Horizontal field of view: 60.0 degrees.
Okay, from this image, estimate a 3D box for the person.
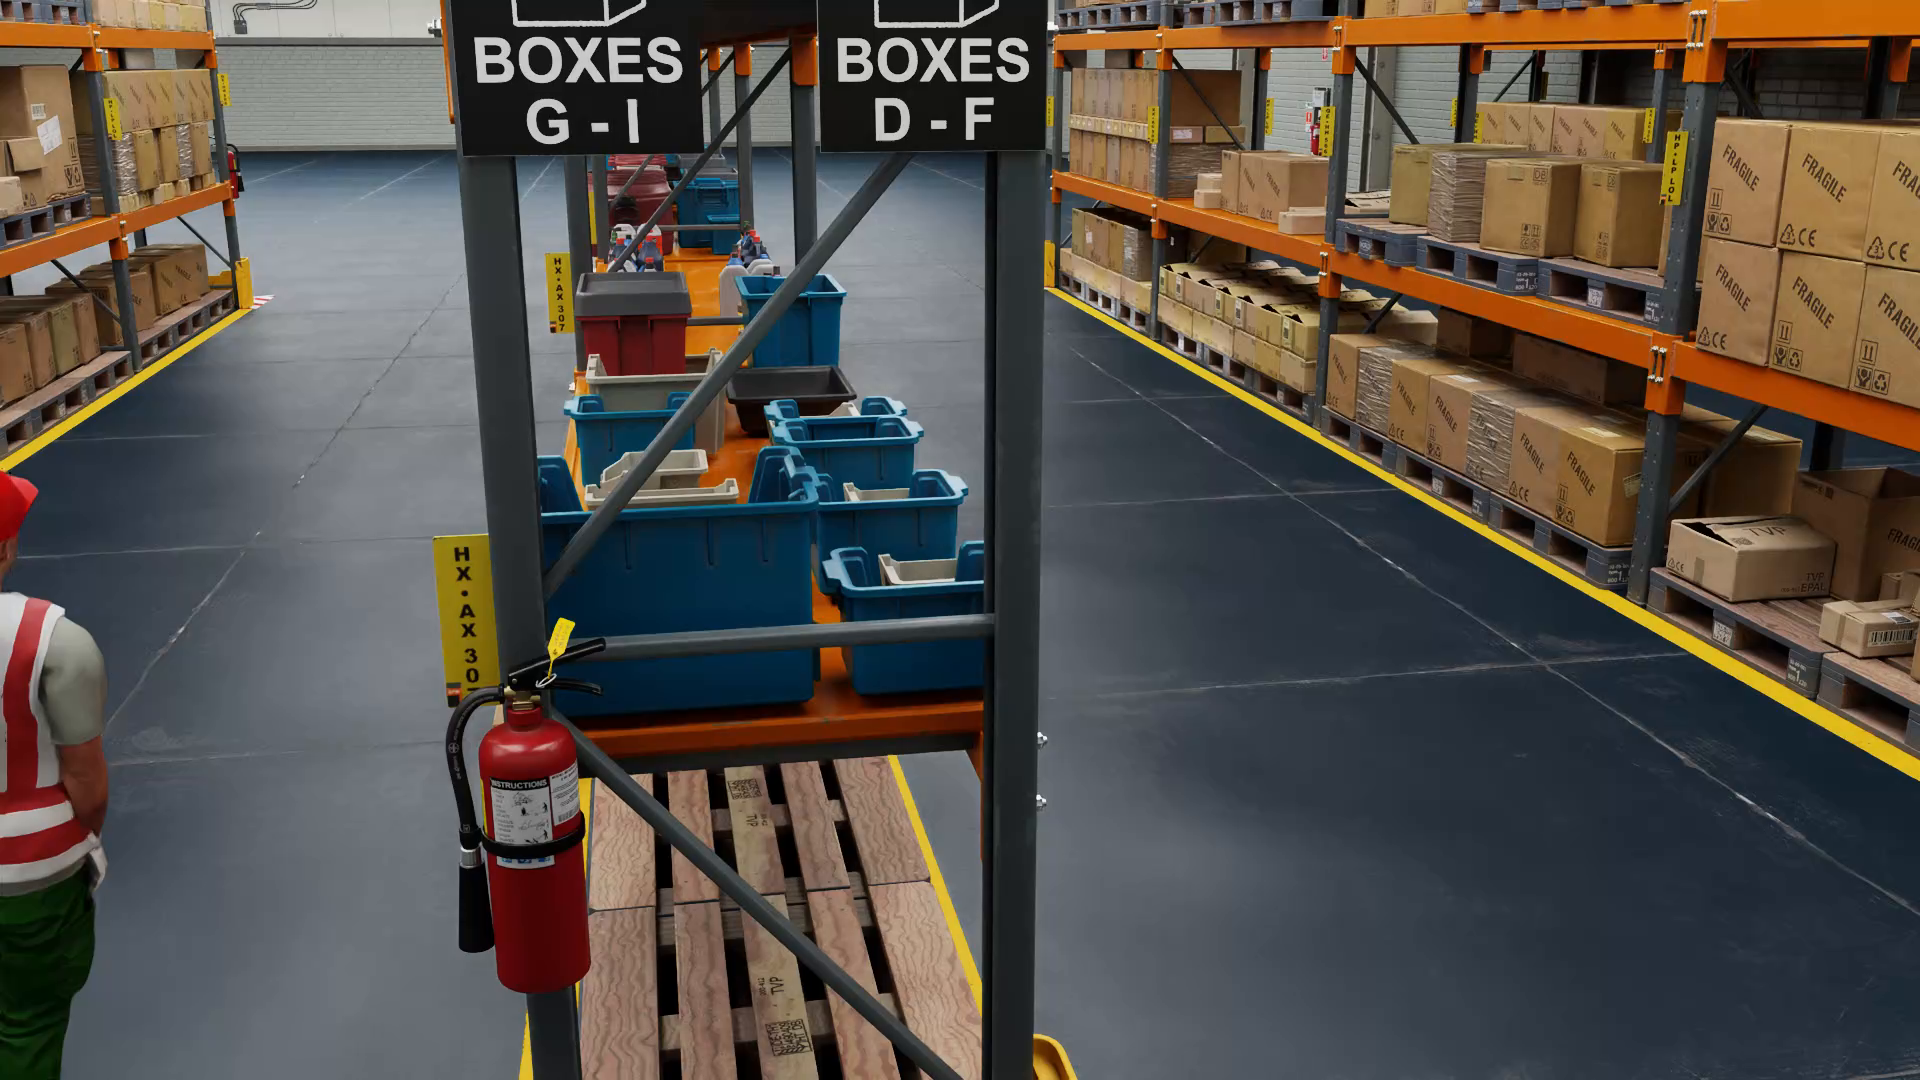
[{"bbox_3d":[-2.082,0.700,3.520,0.624,1.778,0.498,-2,16,-7],"label":"person"}]
